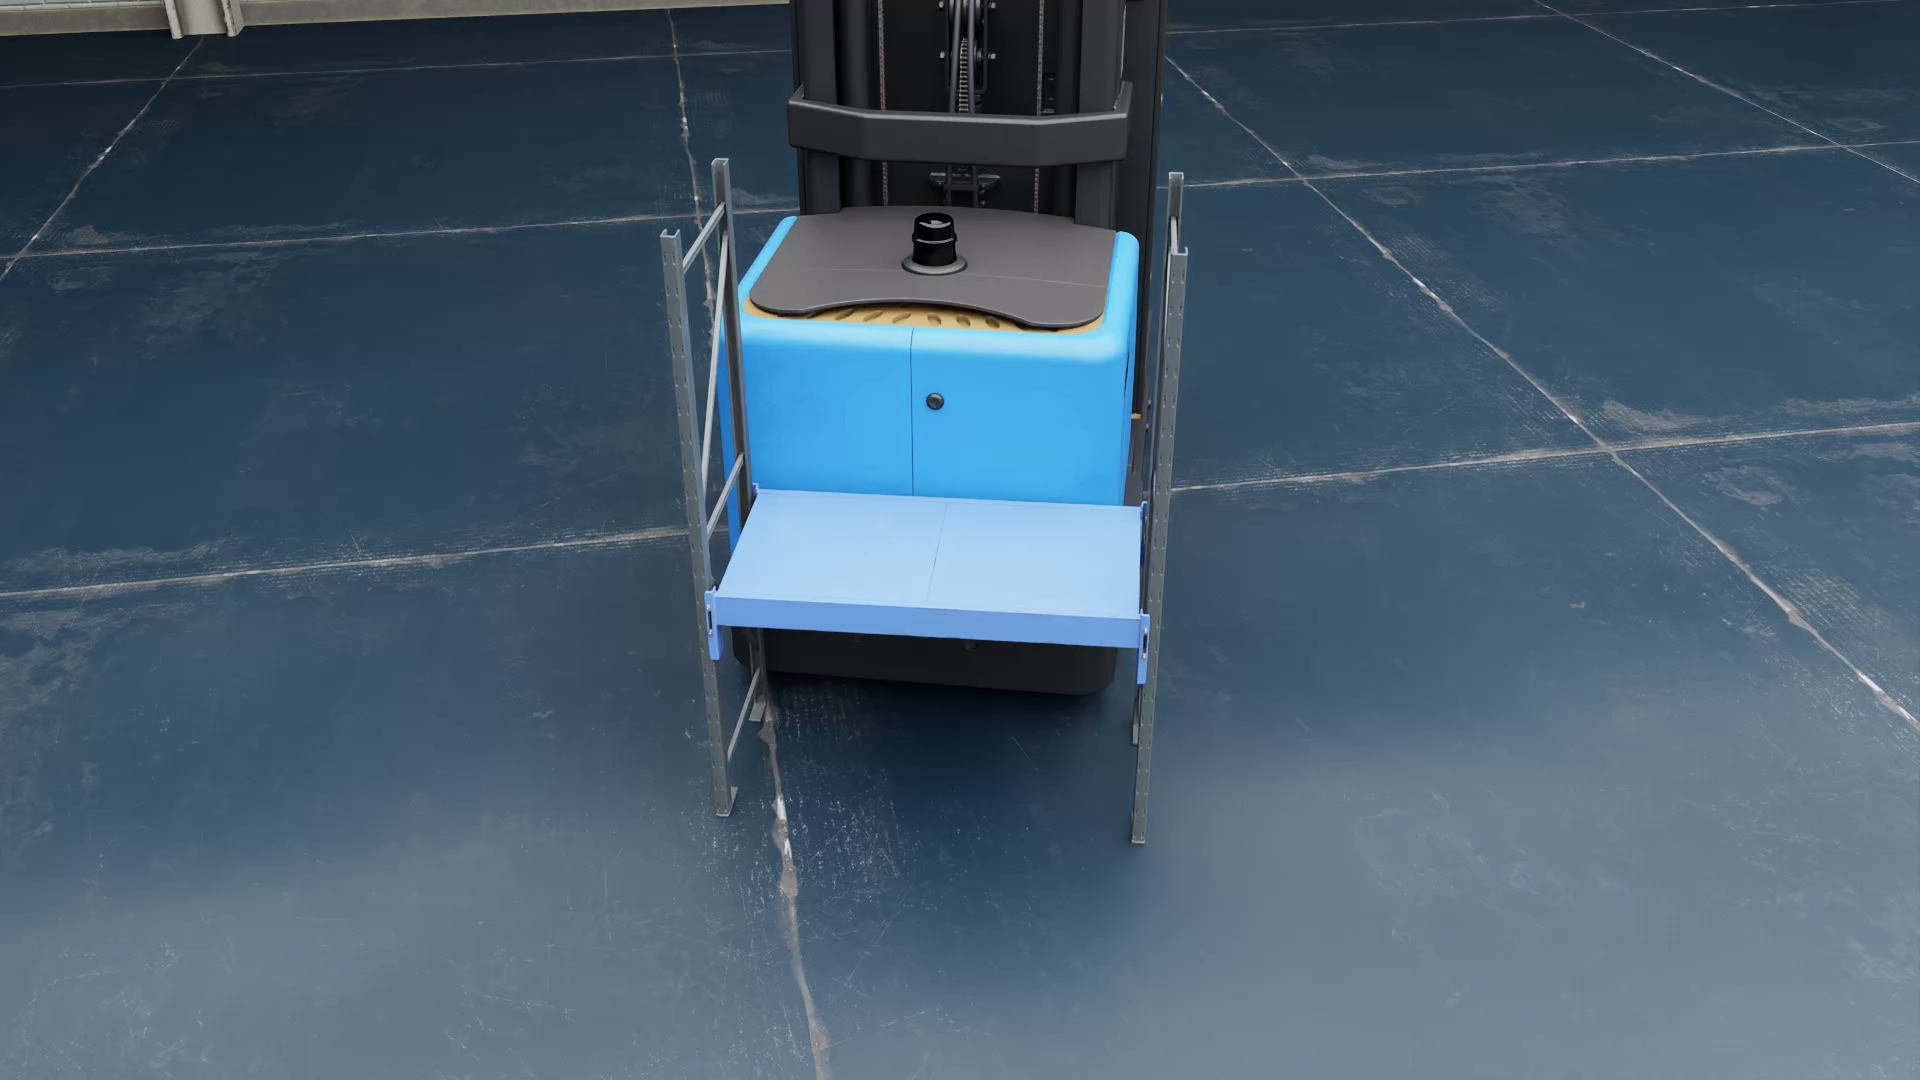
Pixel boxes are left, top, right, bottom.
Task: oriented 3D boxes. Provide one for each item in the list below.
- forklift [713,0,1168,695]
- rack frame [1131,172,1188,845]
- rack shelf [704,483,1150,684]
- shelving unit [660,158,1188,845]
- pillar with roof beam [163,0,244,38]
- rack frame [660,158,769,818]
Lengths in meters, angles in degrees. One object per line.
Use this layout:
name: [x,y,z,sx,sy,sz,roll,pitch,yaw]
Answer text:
forklift: [0.085,-1.579,5.044,1.130,2.935,3.031,4,31,7]
rack frame: [0.452,-0.038,3.832,0.032,1.500,0.500,3,31,5]
rack shelf: [-0.054,0.091,3.967,1.000,0.185,0.538,3,31,5]
shelving unit: [-0.054,-0.063,3.875,1.048,1.500,0.538,3,31,5]
pillar with roof beam: [-4.165,-5.078,5.008,0.400,9.000,9.100,-5,31,-9]
rack frame: [-0.560,-0.089,3.917,0.032,1.500,0.500,3,31,5]
